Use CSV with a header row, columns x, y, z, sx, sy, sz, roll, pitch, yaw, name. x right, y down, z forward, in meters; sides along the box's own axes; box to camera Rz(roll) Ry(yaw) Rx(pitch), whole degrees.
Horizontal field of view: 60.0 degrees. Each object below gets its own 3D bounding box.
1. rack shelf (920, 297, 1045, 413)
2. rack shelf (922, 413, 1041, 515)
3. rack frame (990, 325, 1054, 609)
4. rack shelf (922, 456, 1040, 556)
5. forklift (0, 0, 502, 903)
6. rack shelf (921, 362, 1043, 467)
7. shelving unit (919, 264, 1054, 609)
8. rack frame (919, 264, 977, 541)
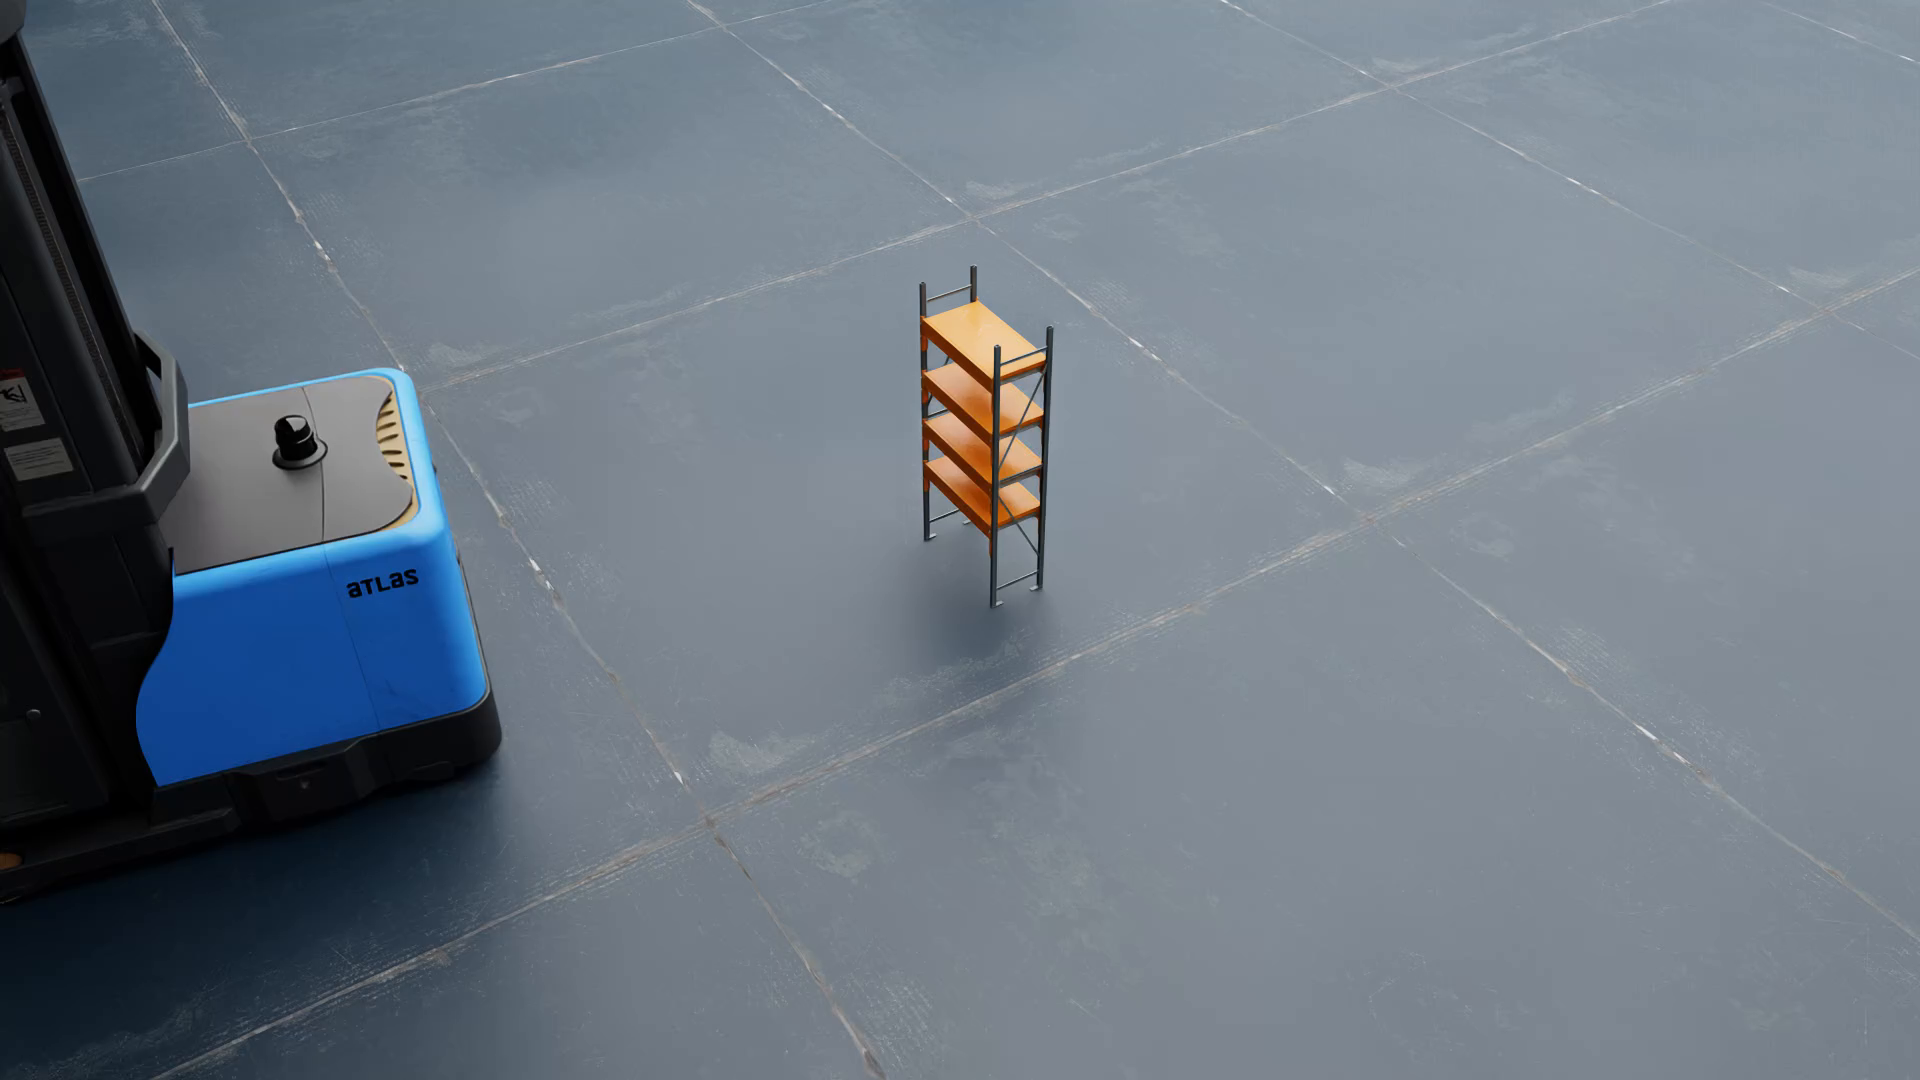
x,y,z,sx,sy,sz,roll,pitch,yaw,name
0.089,-0.674,6.007,0.258,0.148,0.480,-22,45,-24,rack shelf
0.089,-0.320,6.302,0.258,0.148,0.480,-22,45,-24,rack shelf
0.220,-0.240,6.101,0.240,1.200,0.015,-22,45,-24,rack frame
0.089,-0.167,6.429,0.258,0.148,0.480,-22,45,-24,rack shelf
-3.169,-0.299,4.820,3.031,2.935,1.130,-14,42,-16,forklift
0.089,-0.492,6.159,0.258,0.148,0.480,-22,45,-24,rack shelf
0.089,-0.372,6.259,0.258,1.200,0.503,-22,45,-24,shelving unit
-0.042,-0.503,6.417,0.240,1.200,0.015,-22,45,-24,rack frame
